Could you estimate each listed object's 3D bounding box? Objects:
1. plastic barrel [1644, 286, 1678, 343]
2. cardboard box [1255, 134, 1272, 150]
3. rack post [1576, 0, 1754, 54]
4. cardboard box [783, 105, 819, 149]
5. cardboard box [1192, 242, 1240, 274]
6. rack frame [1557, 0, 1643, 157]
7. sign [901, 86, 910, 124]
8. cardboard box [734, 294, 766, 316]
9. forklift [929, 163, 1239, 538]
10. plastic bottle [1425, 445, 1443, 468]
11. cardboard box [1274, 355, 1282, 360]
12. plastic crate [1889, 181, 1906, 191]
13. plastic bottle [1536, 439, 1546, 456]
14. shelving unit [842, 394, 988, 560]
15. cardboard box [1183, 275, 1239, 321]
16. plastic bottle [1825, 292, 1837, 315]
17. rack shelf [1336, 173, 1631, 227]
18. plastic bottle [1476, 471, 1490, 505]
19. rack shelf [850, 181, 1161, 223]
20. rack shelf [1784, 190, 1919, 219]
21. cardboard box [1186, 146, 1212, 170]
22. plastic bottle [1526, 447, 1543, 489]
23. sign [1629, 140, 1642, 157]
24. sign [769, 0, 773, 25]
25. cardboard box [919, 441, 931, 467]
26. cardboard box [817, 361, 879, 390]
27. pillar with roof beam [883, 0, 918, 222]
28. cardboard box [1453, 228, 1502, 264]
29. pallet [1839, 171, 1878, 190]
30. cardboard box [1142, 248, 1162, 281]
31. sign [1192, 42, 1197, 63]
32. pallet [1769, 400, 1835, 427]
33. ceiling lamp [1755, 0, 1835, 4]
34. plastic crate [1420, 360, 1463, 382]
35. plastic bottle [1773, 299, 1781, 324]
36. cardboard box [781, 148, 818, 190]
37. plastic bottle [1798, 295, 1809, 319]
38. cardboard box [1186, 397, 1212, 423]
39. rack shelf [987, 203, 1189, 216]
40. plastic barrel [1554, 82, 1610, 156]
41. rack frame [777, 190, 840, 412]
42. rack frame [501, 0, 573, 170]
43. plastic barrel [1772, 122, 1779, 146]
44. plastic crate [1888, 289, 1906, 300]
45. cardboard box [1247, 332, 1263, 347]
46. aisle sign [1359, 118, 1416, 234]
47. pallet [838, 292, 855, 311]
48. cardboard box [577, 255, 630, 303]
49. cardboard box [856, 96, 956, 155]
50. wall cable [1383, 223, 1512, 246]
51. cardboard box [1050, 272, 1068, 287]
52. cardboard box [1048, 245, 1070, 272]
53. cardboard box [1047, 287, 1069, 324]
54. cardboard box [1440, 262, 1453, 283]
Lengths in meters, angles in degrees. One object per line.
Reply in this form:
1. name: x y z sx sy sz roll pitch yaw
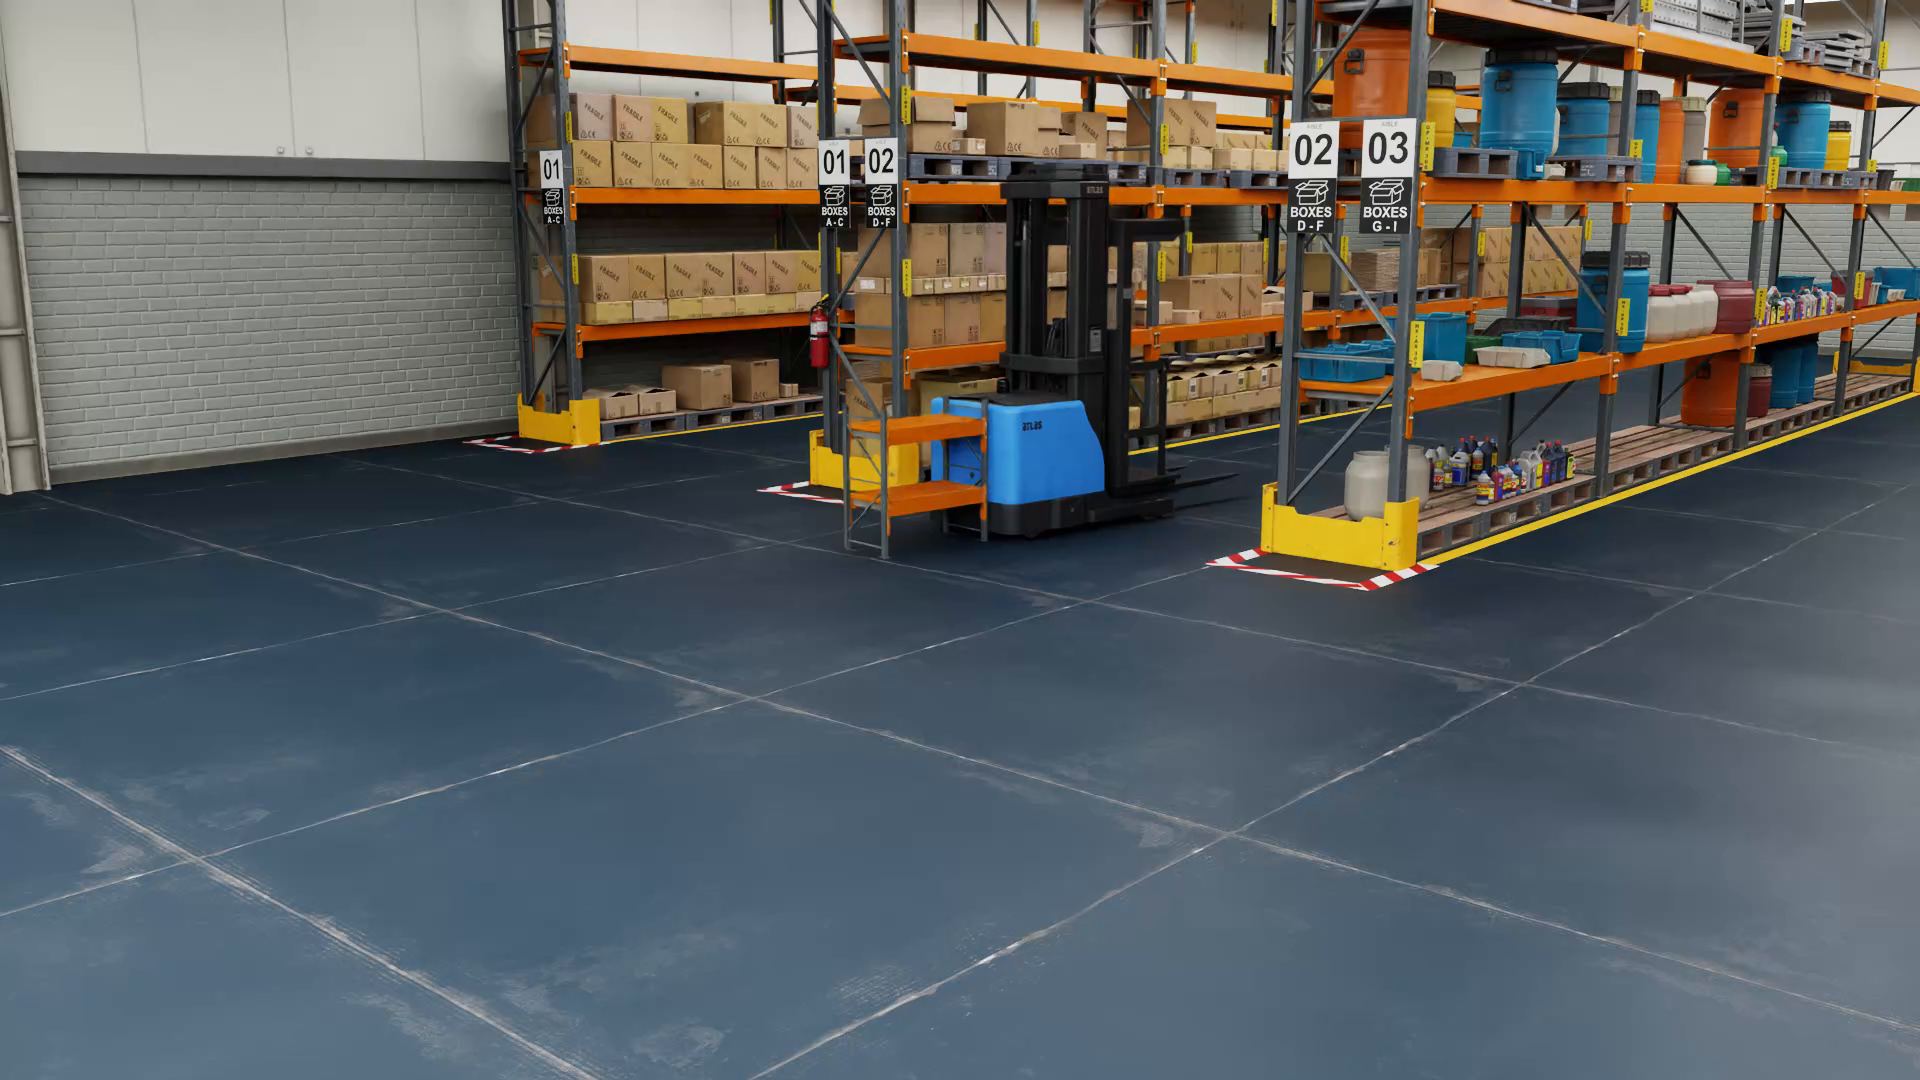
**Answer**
1. plastic barrel: 6.749 -2.200 16.219 0.433 0.535 0.433 0 11 0
2. cardboard box: 4.994 -6.686 28.511 0.500 0.500 0.500 9 14 38
3. rack post: 6.704 -5.253 16.028 1.013 1.000 3.121 10 15 40
4. cardboard box: -2.100 -5.105 20.594 0.500 0.500 0.500 8 14 36
5. cardboard box: 4.164 -4.702 28.329 0.980 0.700 0.700 9 15 39
6. rack frame: 5.469 -4.855 14.542 1.000 3.000 0.127 10 15 40
7. sign: -0.477 -3.831 14.641 0.100 0.325 0.005 10 15 40
8. cardboard box: -2.713 -2.873 20.268 0.500 0.250 0.500 10 15 40
9. forklift: 1.181 -1.669 14.087 3.031 2.935 1.130 -10 15 -41
10. plastic bottle: 4.096 -0.647 14.430 0.144 0.351 0.185 11 15 43
11. cardboard box: 4.230 -2.166 20.913 0.500 0.311 0.500 10 15 42
12. plastic crate: 12.213 -4.684 22.018 0.437 0.136 0.530 10 15 40
13. plastic bottle: 5.152 -0.716 14.778 0.144 0.351 0.185 10 15 40
14. shelving unit: -0.336 -0.509 12.888 1.048 1.125 0.538 -10 15 -41
15. cardboard box: 2.948 -2.865 19.641 0.500 0.500 0.500 10 15 40
16. plastic bottle: 10.732 -2.929 20.535 0.152 0.276 0.135 10 15 40
17. rack shelf: 4.149 -2.737 13.433 1.077 0.370 4.000 10 15 40
18. plastic bottle: 4.259 -0.428 13.541 0.097 0.271 0.097 0 11 0
19. rack shelf: 0.430 -3.378 16.642 1.077 0.370 4.000 10 15 40
20. rack shelf: 12.070 -4.502 22.272 1.077 0.370 4.000 10 15 40
21. cardboard box: 2.525 -4.328 18.872 0.500 0.250 0.500 8 14 35
22. plastic bottle: 4.920 -0.622 14.305 0.144 0.351 0.185 10 15 40
23. sign: 5.875 -3.315 14.470 0.100 0.325 0.005 10 15 40
24. sign: -2.394 -6.742 21.203 0.100 0.325 0.005 10 15 40
25. cardboard box: -0.369 -0.873 15.871 0.500 0.250 0.500 10 15 40
26. cardboard box: -1.500 -2.294 22.297 0.700 0.500 0.500 10 15 42
27. pillar with roof beam: 2.393 -6.088 20.717 9.100 9.000 0.400 10 15 40
28. cardboard box: 7.554 -4.303 24.288 0.500 0.500 0.500 10 15 42
29. pallet: 10.306 -4.340 20.106 1.213 0.211 1.003 10 15 40
30. cardboard box: 2.863 -4.398 26.509 0.500 0.500 0.500 10 15 41
31. sign: 3.723 -7.741 26.406 0.100 0.325 0.005 10 15 40
32. pallet: 10.209 -1.614 20.754 1.003 0.211 1.213 10 15 40
33. ceiling lamp: 13.321 -10.194 26.373 2.000 3.185 0.800 10 15 40
34. plastic crate: 3.661 -1.285 12.659 0.298 0.136 0.250 10 15 40
35. plastic bottle: 9.218 -2.582 18.776 0.061 0.283 0.133 10 15 40
36. cardboard box: -2.122 -4.617 20.703 0.500 0.500 0.500 10 15 42
37. plastic bottle: 9.916 -2.747 19.624 0.152 0.276 0.135 10 15 40
38. cardboard box: 2.541 -1.514 19.079 0.500 0.250 0.500 10 15 42
39. rack shelf: 1.988 -5.195 25.739 1.077 0.370 4.000 10 15 40
40. plastic barrel: 5.642 -3.732 15.301 0.600 0.901 0.708 10 15 40
41. rack frame: -1.973 -3.194 21.542 1.000 3.000 0.127 10 15 40
42. rack frame: -4.613 -5.547 18.008 1.000 3.000 0.127 10 15 40
43. plastic barrel: 9.166 -4.525 19.131 0.433 0.535 0.433 0 11 0
44. plastic crate: 12.988 -3.435 23.271 0.396 0.136 0.243 10 15 40
45. cardboard box: 4.900 -3.676 29.265 0.700 0.500 0.500 9 14 39
46. aisle sign: 3.001 -2.551 11.685 0.394 0.787 0.004 10 15 40
47. pallet: -1.359 -3.193 22.030 1.003 0.211 1.213 10 15 40
48. cardboard box: -4.072 -2.940 18.692 0.500 0.500 0.500 10 15 40
49. cardboard box: -0.507 -3.845 15.454 0.637 0.503 0.797 -11 16 -44
50. wall cable: 9.950 -7.164 34.033 3.097 2.526 0.112 10 15 40
51. cardboard box: 0.893 -2.666 16.992 0.380 0.149 0.250 10 15 42
52. cardboard box: 0.799 -3.025 17.129 0.700 0.500 0.500 10 15 40
53. cardboard box: 0.785 -2.385 17.238 0.700 0.500 0.500 10 15 41
54. cardboard box: 7.169 -3.886 24.756 0.500 0.500 0.500 10 15 41
